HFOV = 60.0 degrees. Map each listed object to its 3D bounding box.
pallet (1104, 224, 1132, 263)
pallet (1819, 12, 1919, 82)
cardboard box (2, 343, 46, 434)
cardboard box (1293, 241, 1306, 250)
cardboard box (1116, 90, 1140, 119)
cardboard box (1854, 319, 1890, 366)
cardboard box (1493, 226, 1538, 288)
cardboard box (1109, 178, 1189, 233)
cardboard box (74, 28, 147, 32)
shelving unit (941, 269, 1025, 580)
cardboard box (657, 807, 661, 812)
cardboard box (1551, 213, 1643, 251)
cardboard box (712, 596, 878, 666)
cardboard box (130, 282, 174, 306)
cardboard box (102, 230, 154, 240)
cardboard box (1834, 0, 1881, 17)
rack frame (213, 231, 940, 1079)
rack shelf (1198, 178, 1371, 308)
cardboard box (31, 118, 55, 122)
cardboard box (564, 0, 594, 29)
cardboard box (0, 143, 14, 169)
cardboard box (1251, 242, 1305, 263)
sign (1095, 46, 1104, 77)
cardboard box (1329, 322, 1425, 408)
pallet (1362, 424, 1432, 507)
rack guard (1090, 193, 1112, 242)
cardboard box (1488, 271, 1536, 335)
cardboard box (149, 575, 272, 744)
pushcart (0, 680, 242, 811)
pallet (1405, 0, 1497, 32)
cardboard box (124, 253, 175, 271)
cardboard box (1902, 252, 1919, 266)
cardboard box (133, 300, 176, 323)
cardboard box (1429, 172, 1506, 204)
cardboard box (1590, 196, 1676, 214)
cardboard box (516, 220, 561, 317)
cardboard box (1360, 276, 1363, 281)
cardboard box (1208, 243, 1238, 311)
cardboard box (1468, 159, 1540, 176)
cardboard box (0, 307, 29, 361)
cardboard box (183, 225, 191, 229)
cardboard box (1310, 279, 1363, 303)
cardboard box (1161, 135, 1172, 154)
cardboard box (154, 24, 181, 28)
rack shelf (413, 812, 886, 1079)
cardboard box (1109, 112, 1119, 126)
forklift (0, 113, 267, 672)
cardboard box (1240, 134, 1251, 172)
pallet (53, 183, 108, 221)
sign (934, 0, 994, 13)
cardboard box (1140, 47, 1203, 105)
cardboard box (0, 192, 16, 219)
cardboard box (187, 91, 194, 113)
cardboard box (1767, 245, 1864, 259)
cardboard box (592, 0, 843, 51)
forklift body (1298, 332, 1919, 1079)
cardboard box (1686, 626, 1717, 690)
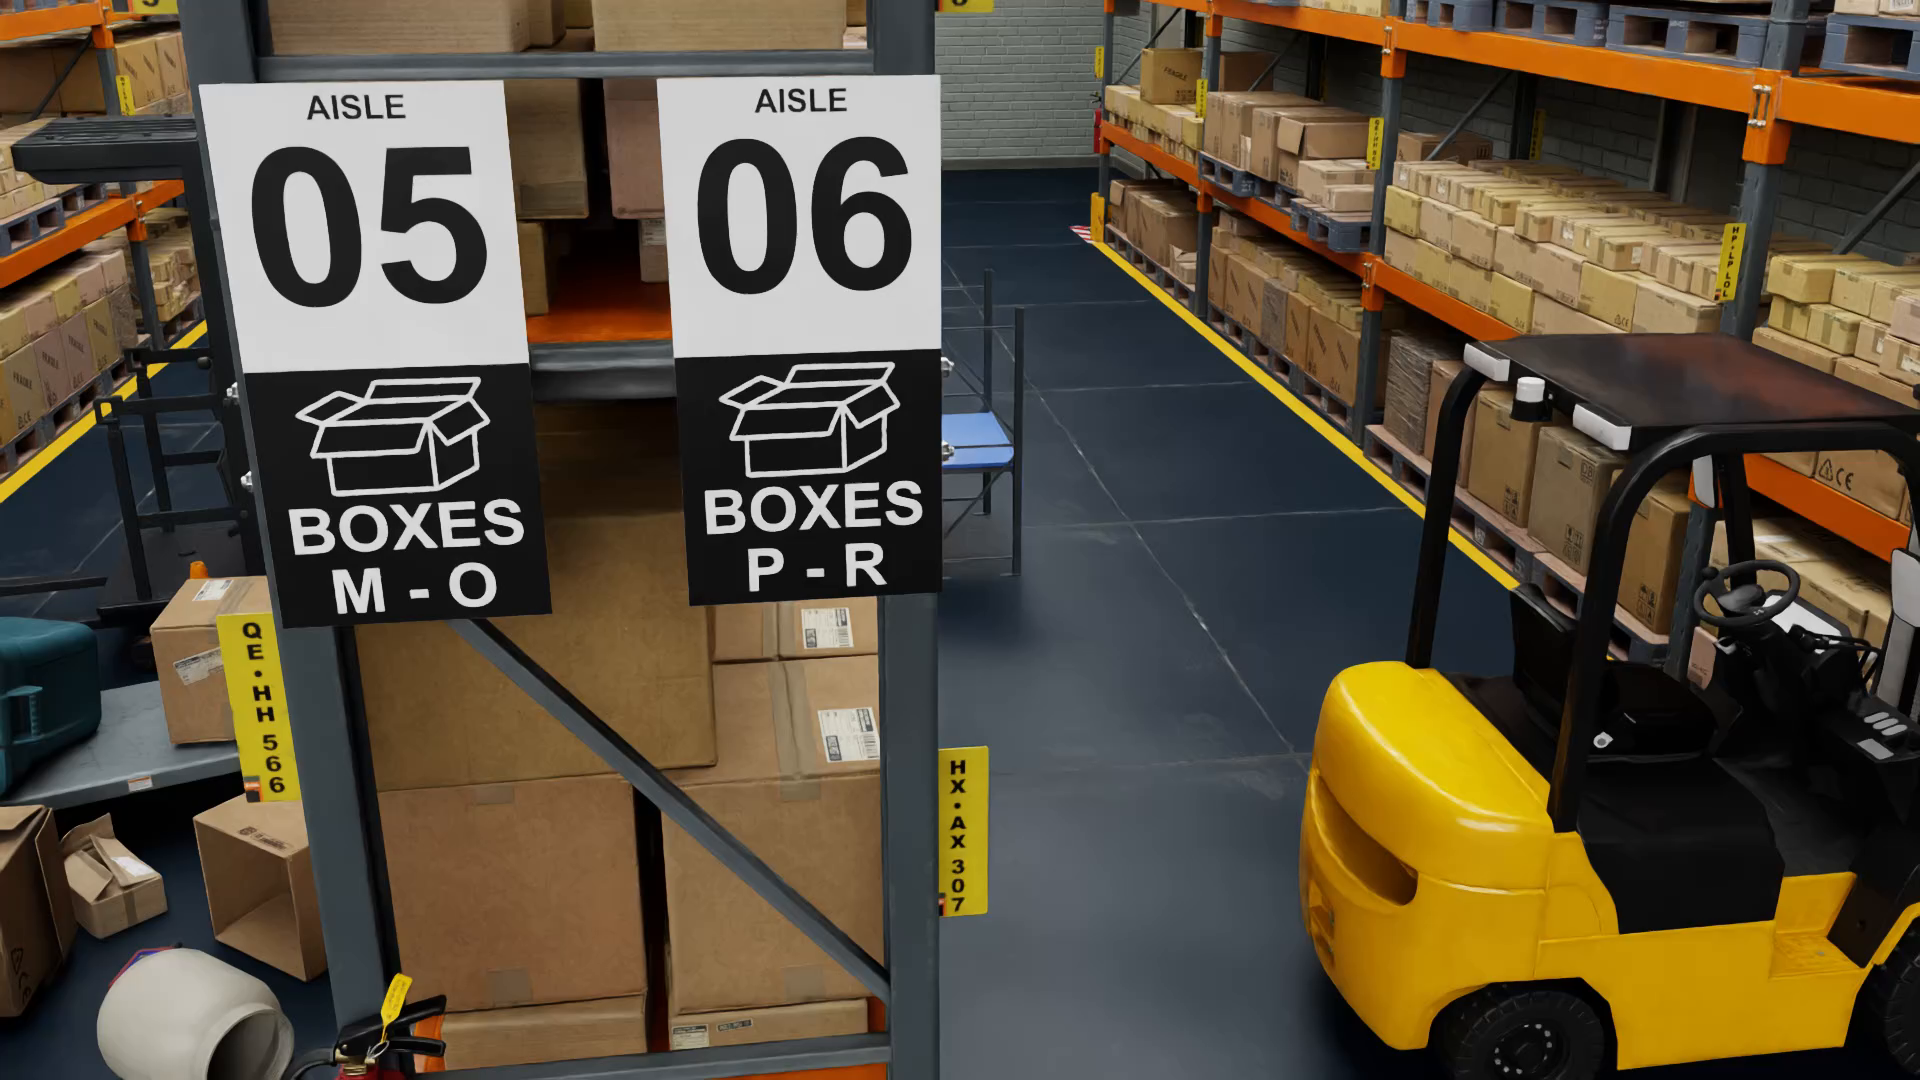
[{"bbox_3d":[2.193,-3.247,18.110,1.003,0.211,1.213,-3,21,-8],"label":"pallet"},{"bbox_3d":[3.945,-1.771,6.010,1.003,0.211,1.213,-3,21,-8],"label":"pallet"},{"bbox_3d":[-6.501,-1.007,11.099,0.500,0.500,0.500,-3,21,-7],"label":"cardboard box"},{"bbox_3d":[3.068,-2.513,14.204,0.380,0.149,0.250,-3,21,-7],"label":"cardboard box"},{"bbox_3d":[1.938,-4.580,17.481,0.500,0.250,0.500,-3,21,-7],"label":"cardboard box"},{"bbox_3d":[3.686,-0.750,6.367,0.380,0.149,0.250,-3,21,-8],"label":"cardboard box"},{"bbox_3d":[3.269,-1.553,9.087,0.500,0.250,0.500,-3,21,-7],"label":"cardboard box"},{"bbox_3d":[2.061,-3.667,18.215,0.797,0.503,0.637,-4,21,-10],"label":"cardboard box"},{"bbox_3d":[-7.795,-4.450,15.346,0.500,0.500,0.500,-3,21,-9],"label":"cardboard box"},{"bbox_3d":[0.012,-0.673,9.375,0.538,1.500,1.048,-3,21,-8],"label":"shelving unit"},{"bbox_3d":[-0.931,0.579,4.238,0.380,0.149,0.250,-3,21,-7],"label":"cardboard box"},{"bbox_3d":[3.314,-1.600,8.643,0.380,0.149,0.250,-3,21,-7],"label":"cardboard box"},{"bbox_3d":[-0.410,0.392,3.812,0.500,0.500,0.500,-2,21,-6],"label":"cardboard box"},{"bbox_3d":[-6.888,-2.077,14.040,0.380,0.149,0.250,-2,21,-5],"label":"cardboard box"},{"bbox_3d":[-7.780,-2.807,15.567,0.380,0.149,0.250,-3,21,-7],"label":"cardboard box"},{"bbox_3d":[3.560,-2.062,6.278,0.380,0.149,0.250,-2,21,-7],"label":"cardboard box"},{"bbox_3d":[-0.538,0.935,2.925,1.000,3.000,0.127,-3,21,-8],"label":"rack frame"},{"bbox_3d":[2.931,-2.442,12.995,1.077,0.370,4.000,-3,21,-8],"label":"rack shelf"},{"bbox_3d":[-6.901,-3.164,12.808,0.380,0.149,0.250,-2,21,-5],"label":"cardboard box"},{"bbox_3d":[-0.919,-1.097,3.299,0.380,0.149,0.250,-3,21,-7],"label":"cardboard box"},{"bbox_3d":[-6.674,-2.619,11.350,0.380,0.149,0.250,-3,21,-9],"label":"cardboard box"},{"bbox_3d":[2.649,-2.389,13.870,0.380,0.149,0.250,-3,21,-9],"label":"cardboard box"},{"bbox_3d":[1.529,-5.234,18.206,0.100,0.325,0.005,-3,21,-8],"label":"sign"},{"bbox_3d":[2.946,-1.248,11.742,0.500,0.500,0.500,-2,21,-6],"label":"cardboard box"},{"bbox_3d":[3.300,-0.493,10.734,1.003,0.211,1.213,-3,21,-8],"label":"pallet"},{"bbox_3d":[2.077,-3.659,18.798,1.175,0.500,0.348,-3,21,-8],"label":"rack guard"},{"bbox_3d":[3.264,-1.318,9.172,0.500,0.250,0.500,-2,21,-6],"label":"cardboard box"},{"bbox_3d":[-2.872,0.467,6.670,0.500,0.500,0.500,-3,21,-8],"label":"cardboard box"},{"bbox_3d":[-3.364,0.911,6.738,1.648,0.377,0.936,-11,23,-26],"label":"pushcart"},{"bbox_3d":[3.406,-3.173,9.906,1.213,0.211,1.003,-2,21,-5],"label":"pallet"},{"bbox_3d":[-7.063,-2.388,14.447,0.380,0.149,0.250,-3,21,-9],"label":"cardboard box"},{"bbox_3d":[4.141,-1.096,6.869,0.380,0.149,0.250,-3,21,-8],"label":"cardboard box"},{"bbox_3d":[-6.887,-1.938,14.093,0.380,0.149,0.250,-4,21,-10],"label":"cardboard box"},{"bbox_3d":[3.076,-2.132,10.067,0.380,0.149,0.250,-2,21,-6],"label":"cardboard box"},{"bbox_3d":[3.707,-1.804,9.189,0.380,0.149,0.250,-2,21,-6],"label":"cardboard box"},{"bbox_3d":[-0.867,-0.462,2.737,0.380,0.149,0.250,-3,21,-8],"label":"cardboard box"},{"bbox_3d":[3.293,-1.974,12.761,0.380,0.149,0.250,-3,21,-9],"label":"cardboard box"},{"bbox_3d":[2.490,-2.318,14.608,0.500,0.500,0.500,-2,21,-5],"label":"cardboard box"},{"bbox_3d":[3.467,-2.335,10.610,0.380,0.149,0.250,-2,21,-6],"label":"cardboard box"},{"bbox_3d":[-6.508,-1.354,10.954,0.500,0.250,0.500,-3,21,-8],"label":"cardboard box"},{"bbox_3d":[-7.191,-2.933,15.906,0.380,0.149,0.250,-2,21,-6],"label":"cardboard box"},{"bbox_3d":[2.840,-1.854,12.439,0.380,0.149,0.250,-2,21,-6],"label":"cardboard box"},{"bbox_3d":[2.151,-3.808,15.984,0.380,0.149,0.250,-3,21,-9],"label":"cardboard box"},{"bbox_3d":[-7.344,-4.653,15.890,0.500,0.500,0.500,-4,21,-10],"label":"cardboard box"},{"bbox_3d":[-0.827,0.580,4.905,1.077,0.370,4.000,-3,21,-8],"label":"rack shelf"},{"bbox_3d":[1.842,-4.611,18.133,0.380,0.149,0.250,-3,21,-8],"label":"cardboard box"},{"bbox_3d":[-3.785,-0.946,8.059,3.031,2.935,1.130,-6,21,-17],"label":"forklift"},{"bbox_3d":[2.464,-3.105,13.333,0.396,0.266,0.258,-2,21,-5],"label":"cardboard box"},{"bbox_3d":[-7.186,-2.573,12.593,1.003,0.211,1.213,-3,21,-8],"label":"pallet"},{"bbox_3d":[-0.002,-0.907,2.321,0.100,0.325,0.005,-3,21,-8],"label":"sign"},{"bbox_3d":[2.082,-4.587,16.427,0.500,0.500,0.500,-2,21,-6],"label":"cardboard box"},{"bbox_3d":[-6.633,-2.253,11.220,0.380,0.149,0.250,-3,21,-7],"label":"cardboard box"},{"bbox_3d":[-7.196,-3.837,15.133,0.500,0.500,0.500,-2,21,-5],"label":"cardboard box"},{"bbox_3d":[3.971,-1.280,7.786,0.380,0.149,0.250,-4,21,-10],"label":"cardboard box"},{"bbox_3d":[-0.388,-0.859,2.662,0.380,0.149,0.250,-3,21,-8],"label":"cardboard box"},{"bbox_3d":[2.294,0.517,5.259,2.313,2.155,1.214,-3,21,-8],"label":"forklift body"},{"bbox_3d":[3.538,0.574,7.221,0.500,0.250,0.500,-3,21,-7],"label":"cardboard box"}]
